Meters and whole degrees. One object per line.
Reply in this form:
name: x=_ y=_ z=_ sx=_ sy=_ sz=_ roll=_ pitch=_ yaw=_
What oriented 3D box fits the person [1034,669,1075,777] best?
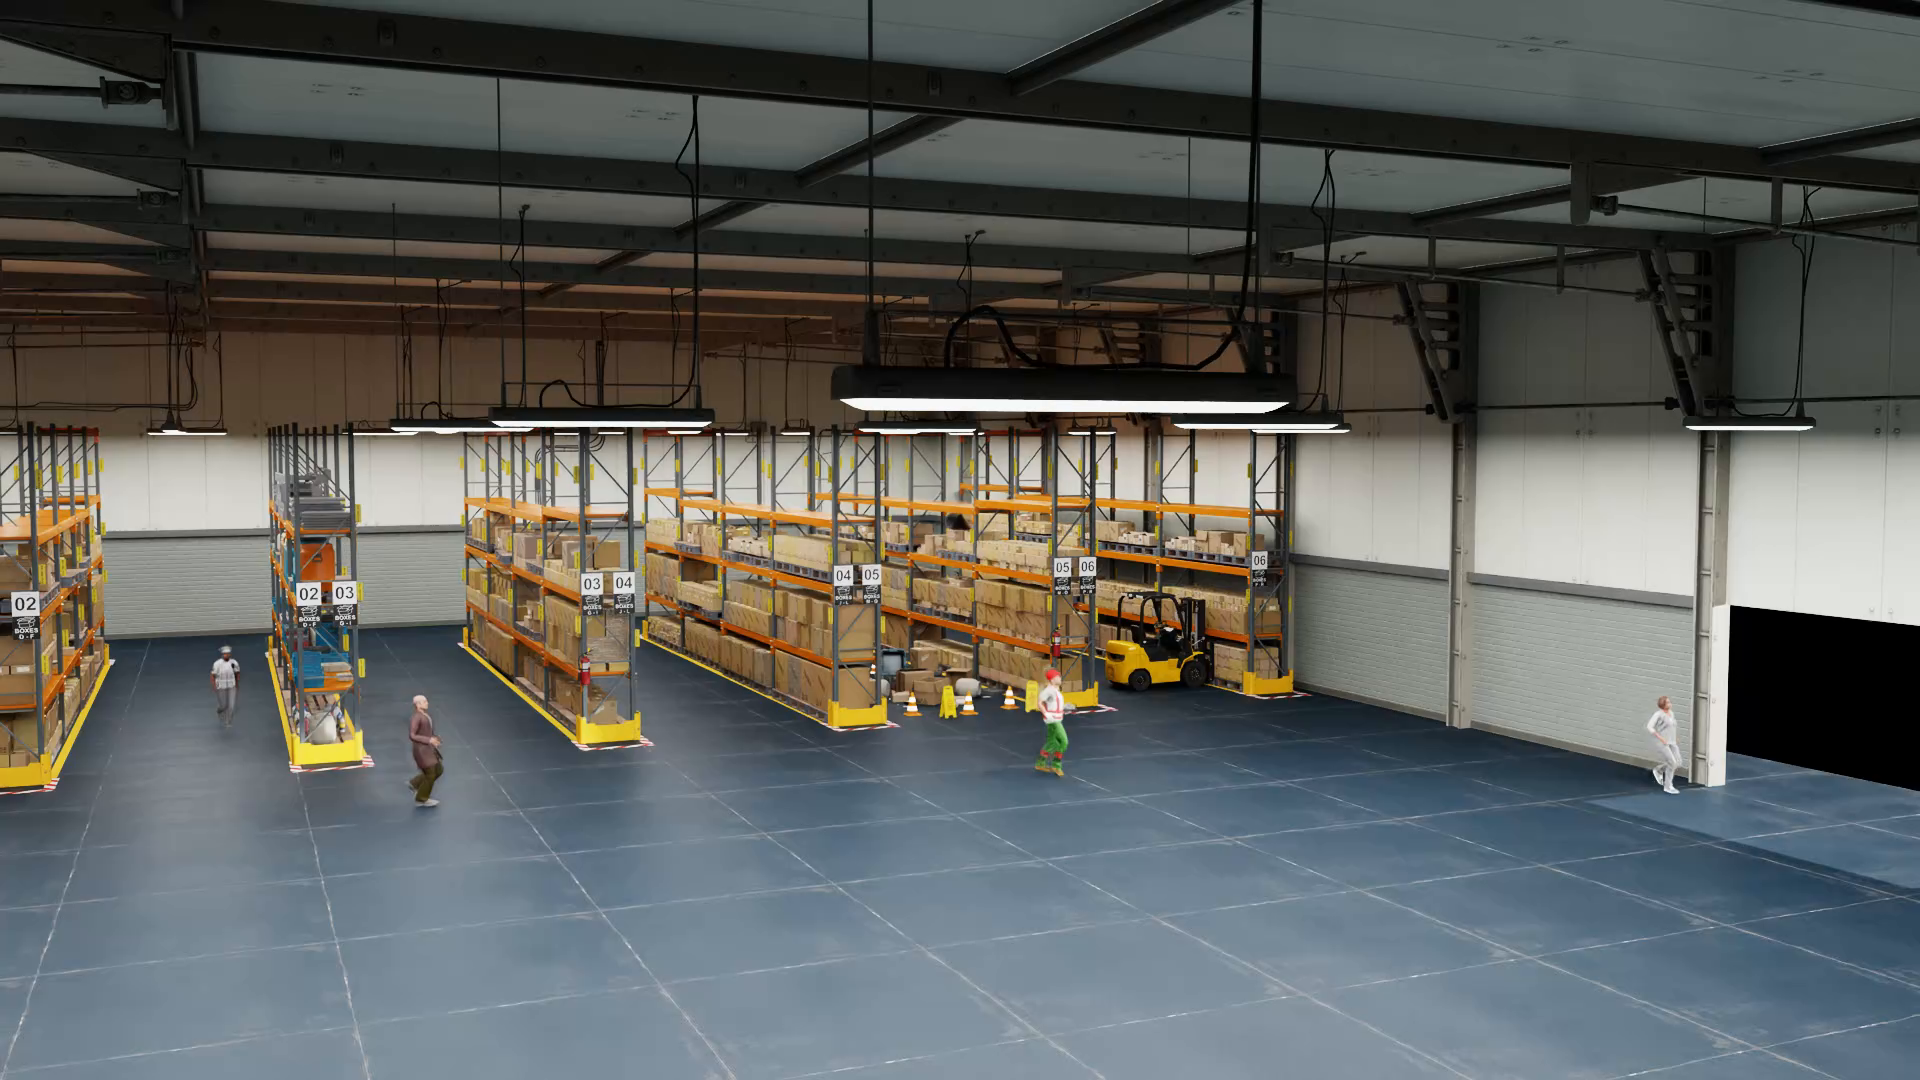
person: x=1.601 y=3.118 z=28.248 sx=0.685 sy=1.843 sz=0.640 roll=1 pitch=4 yaw=12

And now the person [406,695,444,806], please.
person: x=-8.328 y=3.272 z=25.864 sx=0.660 sy=1.727 sz=0.705 roll=0 pitch=3 yaw=0

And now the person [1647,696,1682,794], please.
person: x=11.419 y=3.306 z=26.942 sx=0.568 sy=1.545 sz=0.552 roll=-2 pitch=4 yaw=-29

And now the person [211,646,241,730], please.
person: x=-14.520 y=2.902 z=32.893 sx=0.558 sy=1.652 sz=0.591 roll=-2 pitch=4 yaw=-33
